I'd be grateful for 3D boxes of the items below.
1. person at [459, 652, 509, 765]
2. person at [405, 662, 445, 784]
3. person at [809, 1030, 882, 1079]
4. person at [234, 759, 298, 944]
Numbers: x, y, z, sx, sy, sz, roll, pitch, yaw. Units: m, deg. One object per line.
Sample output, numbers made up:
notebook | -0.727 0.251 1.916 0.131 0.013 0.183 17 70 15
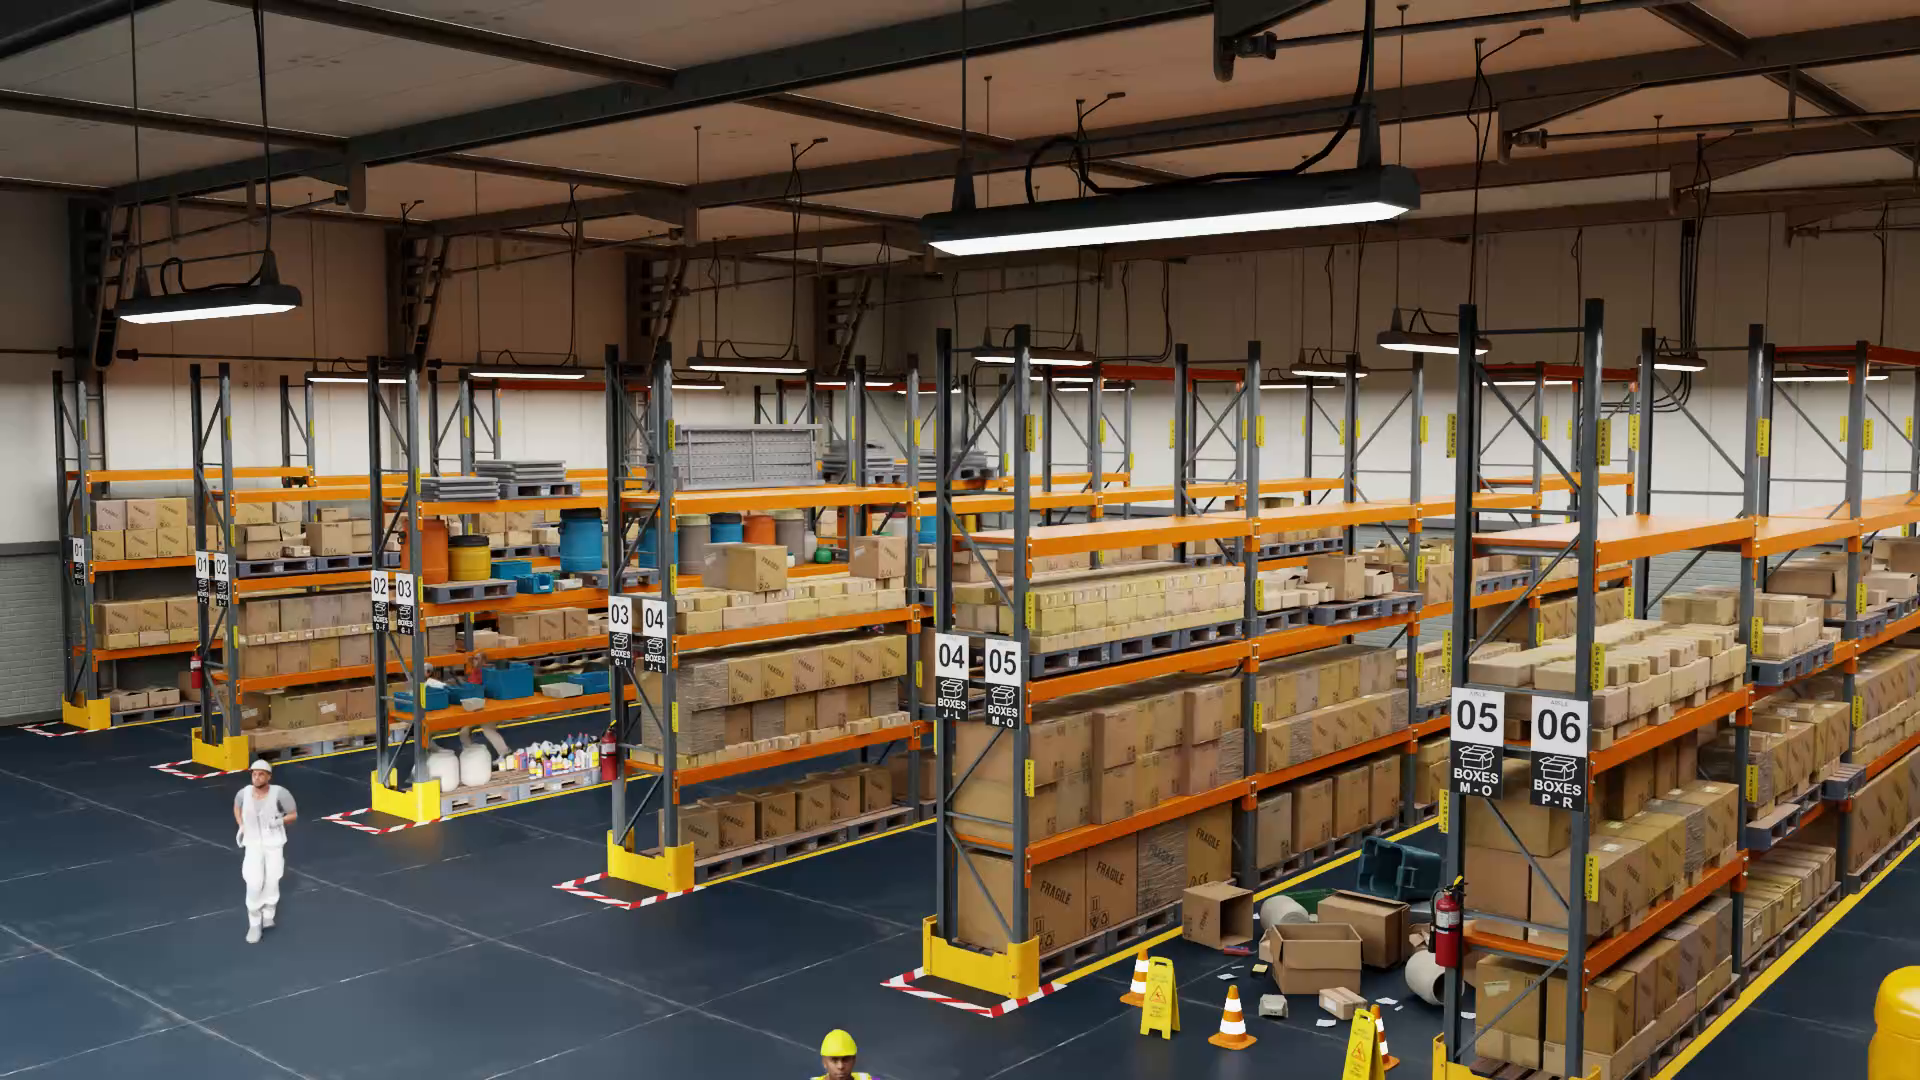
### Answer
person | -7.051 2.532 24.518 0.640 1.786 0.837 3 5 37
person | -7.665 2.591 23.864 0.605 1.679 0.871 3 5 34
person | -0.675 3.622 9.399 0.698 1.734 0.787 -1 4 -12
person | -6.922 3.093 16.576 0.616 1.832 0.746 -1 4 -17
